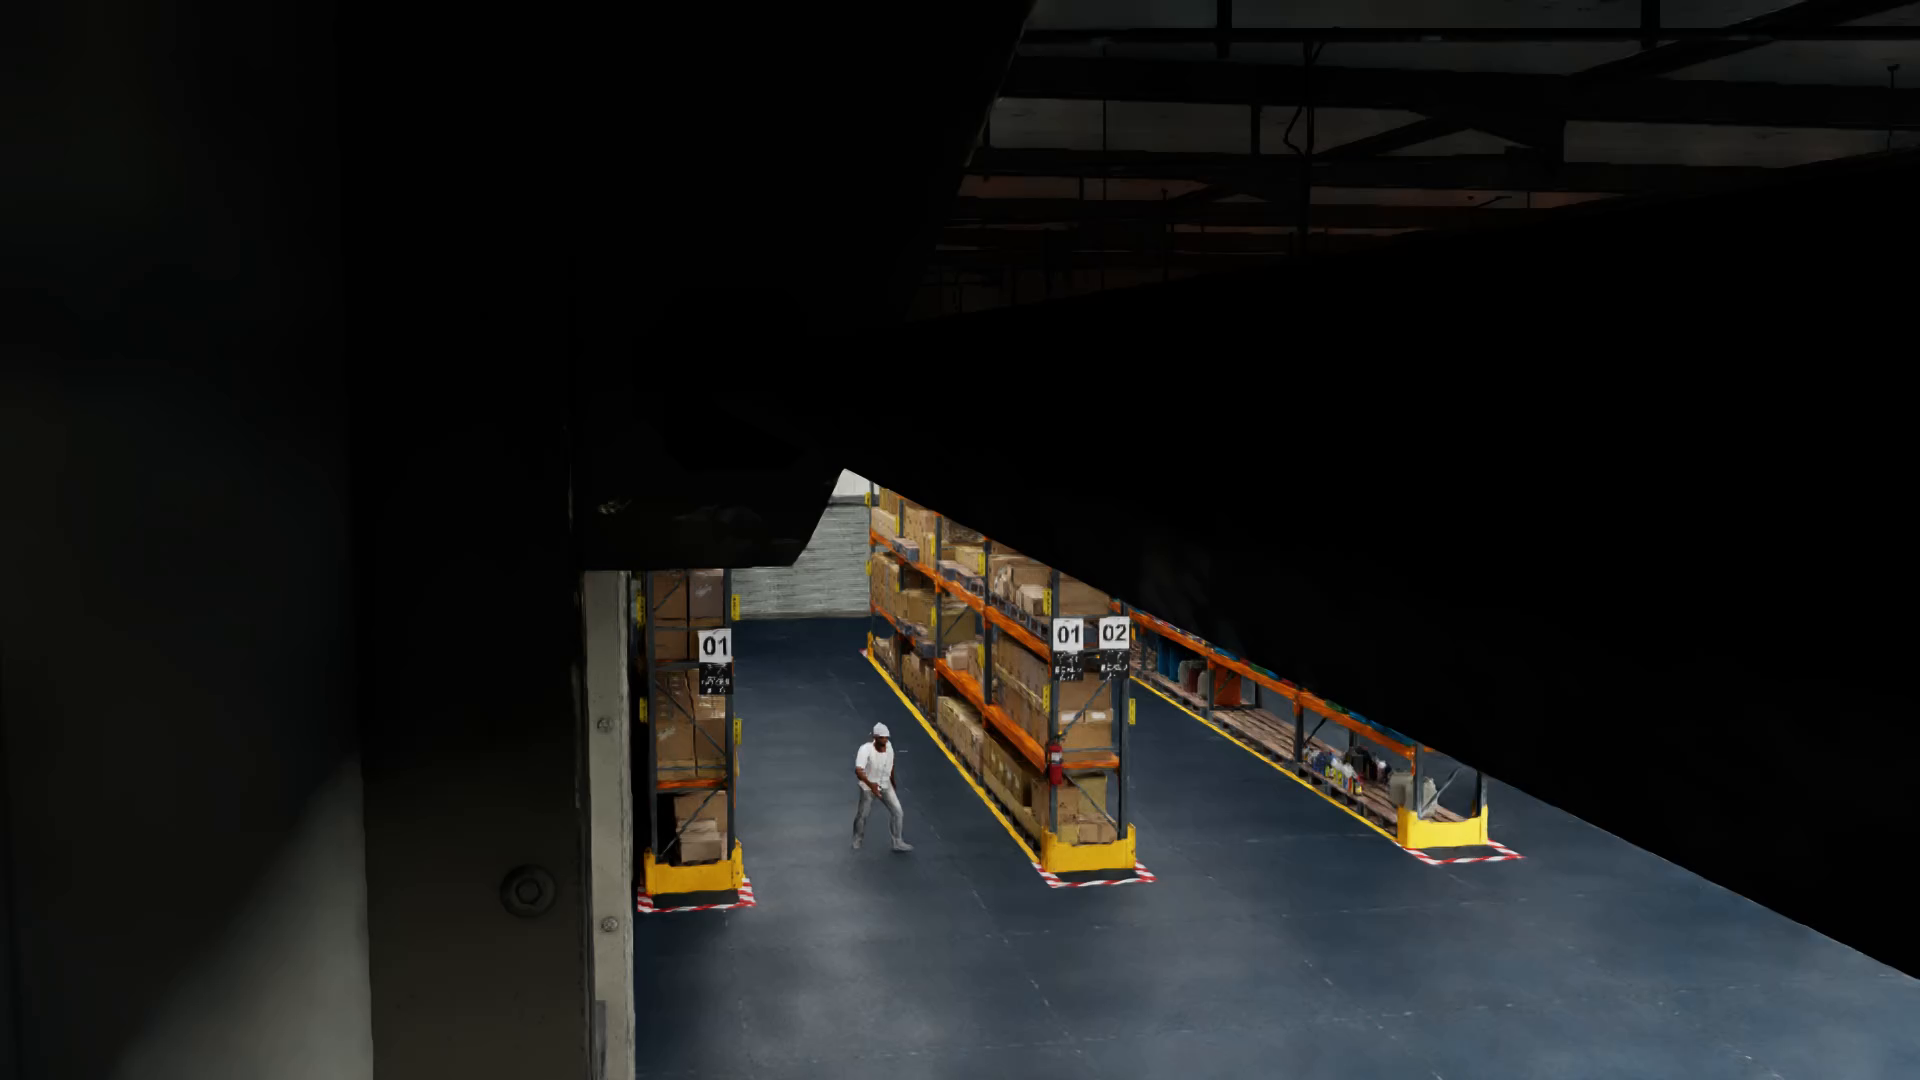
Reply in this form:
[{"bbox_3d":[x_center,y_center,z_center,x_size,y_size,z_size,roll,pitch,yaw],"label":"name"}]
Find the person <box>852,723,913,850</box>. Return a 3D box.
[{"bbox_3d":[-1.088,3.210,21.712,0.704,1.702,0.785,-4,7,-32],"label":"person"}]
